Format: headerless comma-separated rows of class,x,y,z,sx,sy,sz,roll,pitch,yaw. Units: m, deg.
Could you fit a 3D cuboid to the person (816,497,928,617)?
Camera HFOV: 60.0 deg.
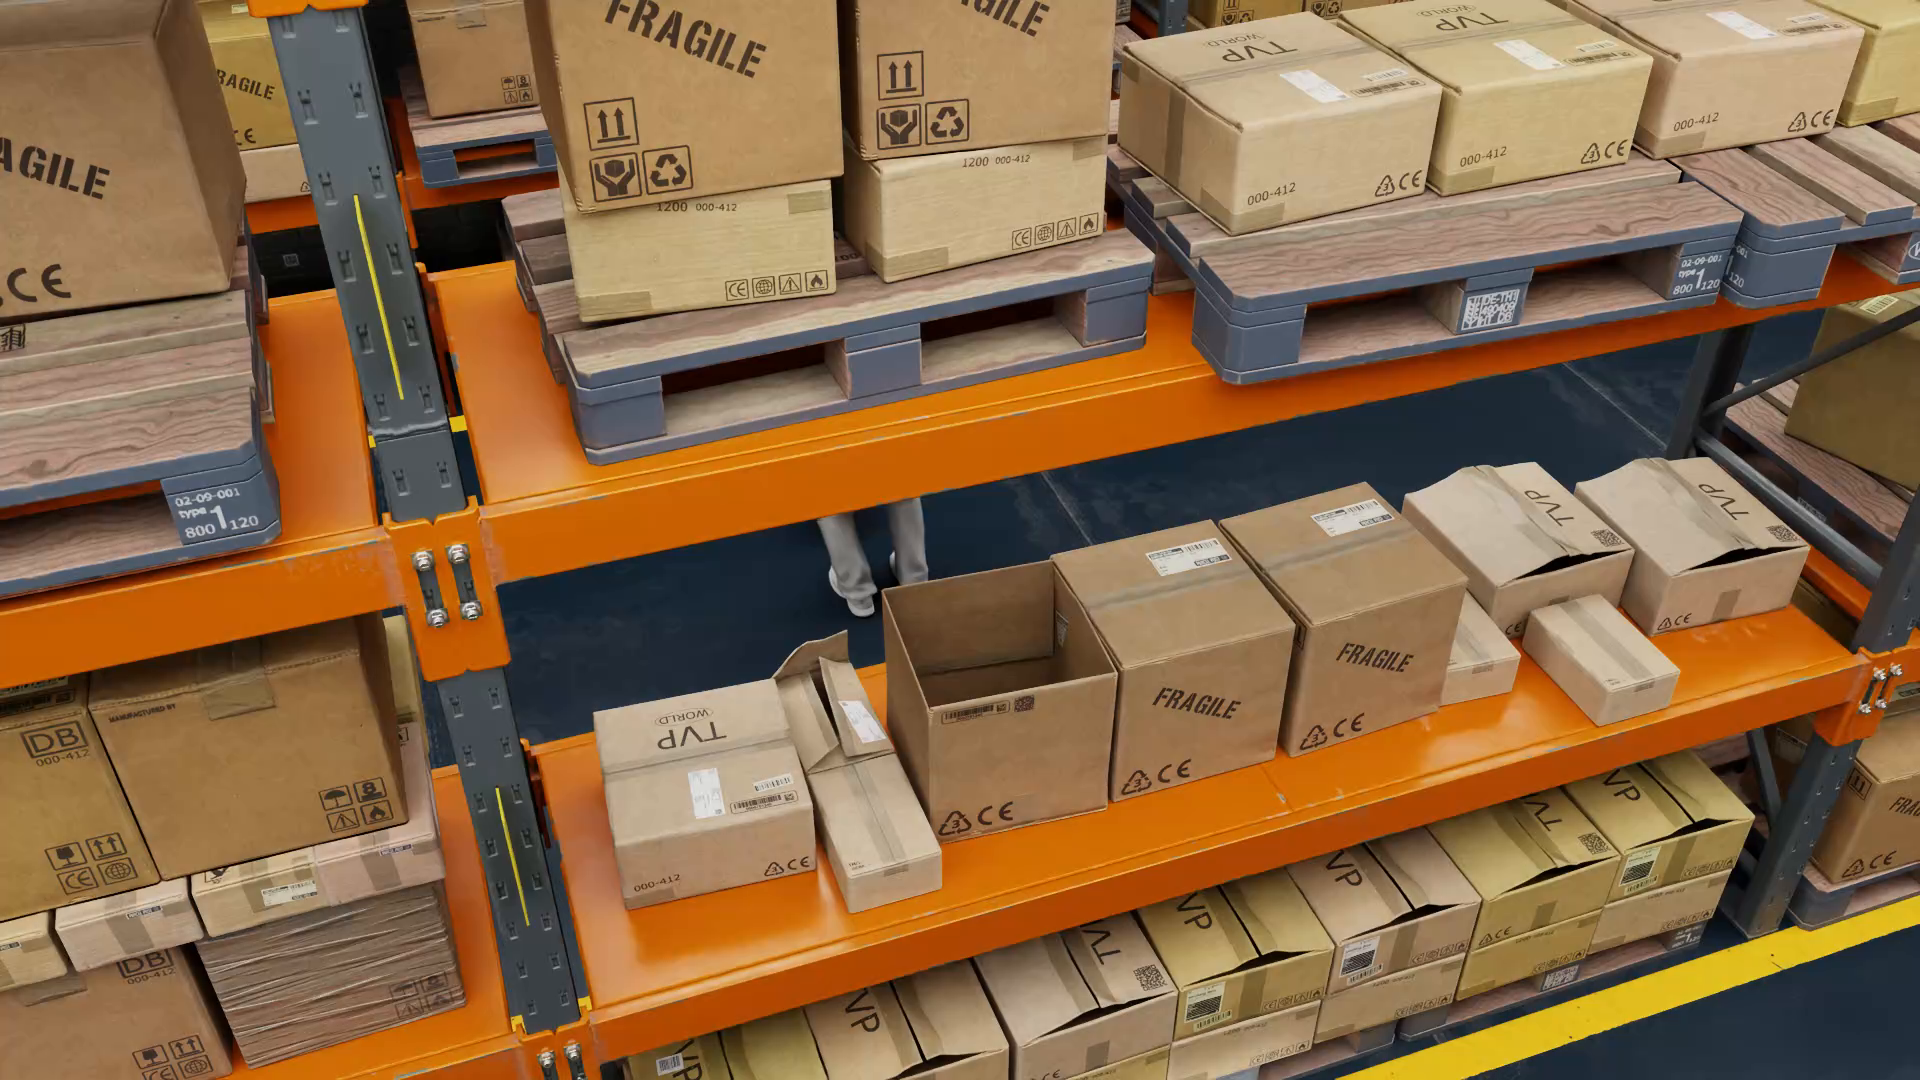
person,-0.399,-0.401,6.899,0.627,1.532,0.636,-12,39,-16
